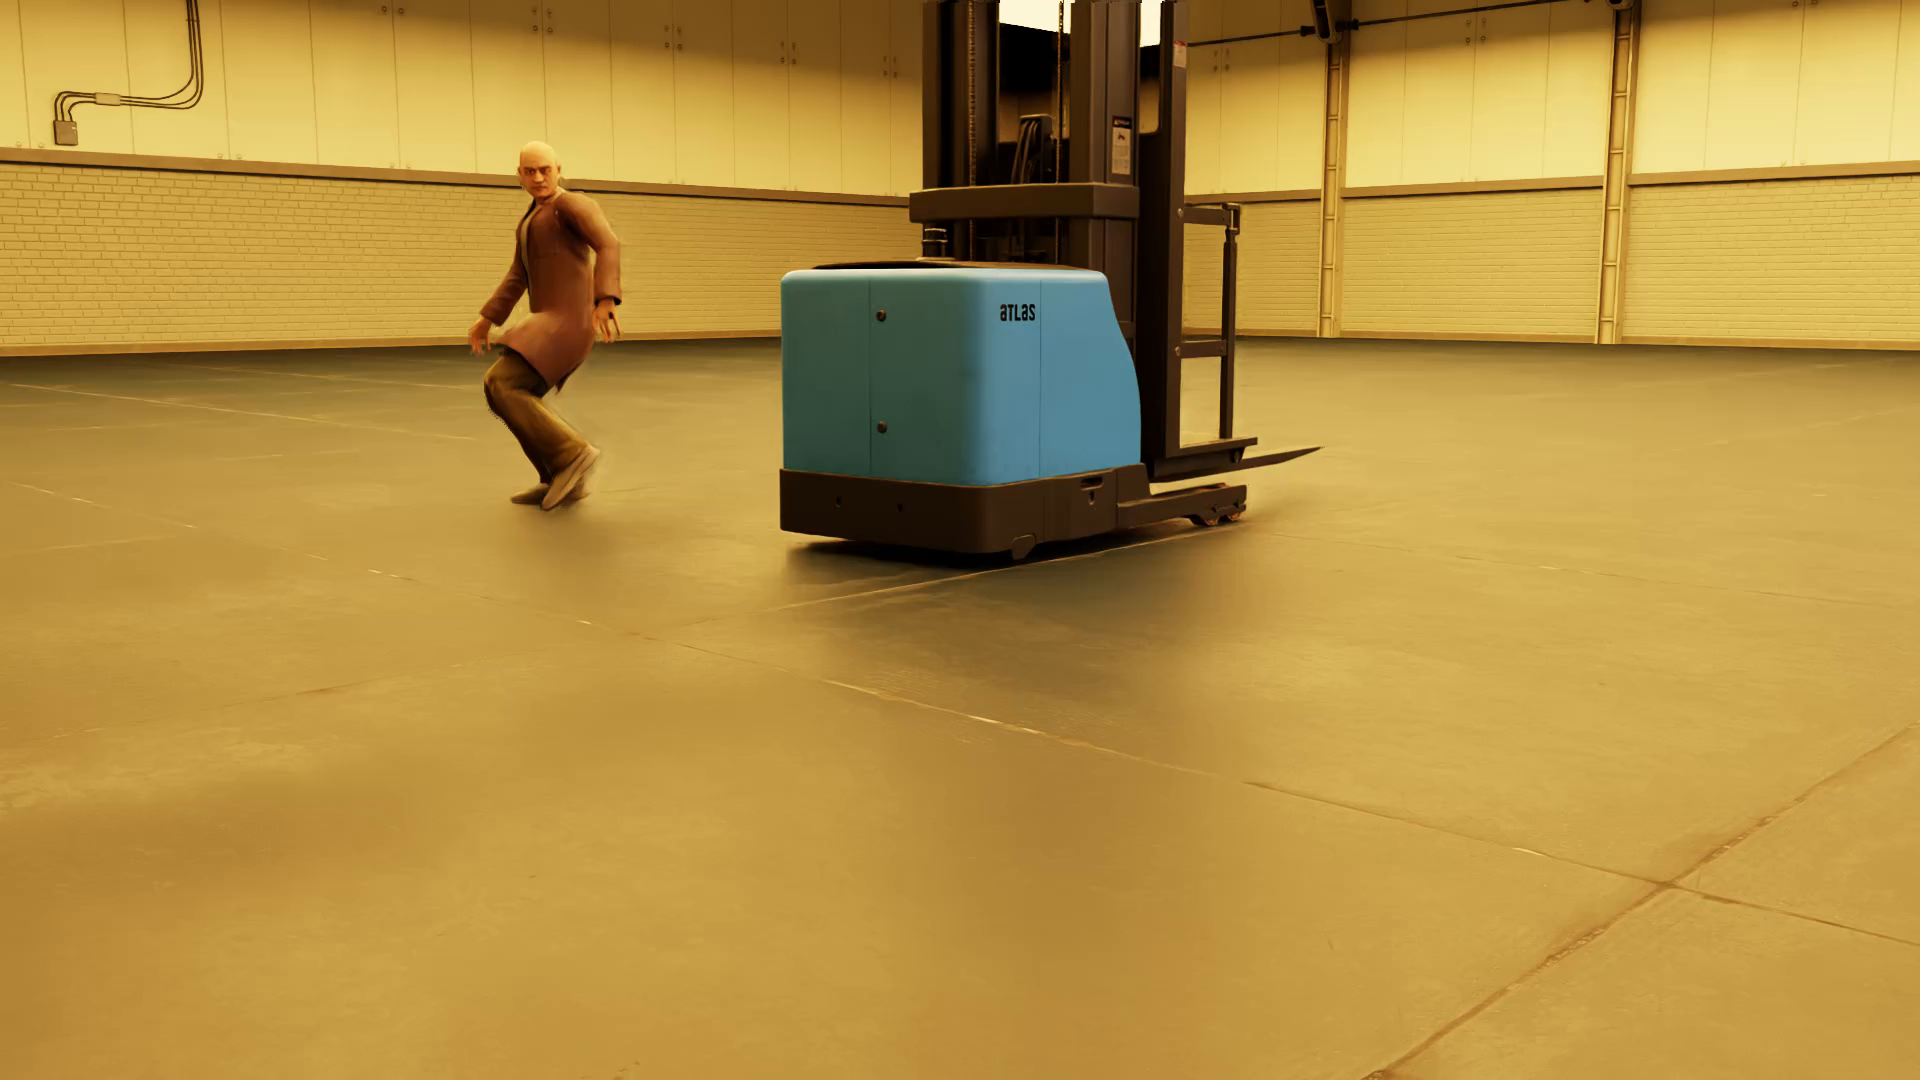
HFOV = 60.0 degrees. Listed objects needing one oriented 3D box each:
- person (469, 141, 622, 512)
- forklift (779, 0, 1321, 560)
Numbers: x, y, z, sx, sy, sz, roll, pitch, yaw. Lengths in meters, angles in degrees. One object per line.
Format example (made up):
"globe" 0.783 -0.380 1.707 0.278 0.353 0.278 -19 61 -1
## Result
"person" -1.902 -0.969 7.611 0.650 1.677 0.868 -3 9 -18
"forklift" 0.604 -1.548 7.156 1.130 2.935 3.031 7 11 38
